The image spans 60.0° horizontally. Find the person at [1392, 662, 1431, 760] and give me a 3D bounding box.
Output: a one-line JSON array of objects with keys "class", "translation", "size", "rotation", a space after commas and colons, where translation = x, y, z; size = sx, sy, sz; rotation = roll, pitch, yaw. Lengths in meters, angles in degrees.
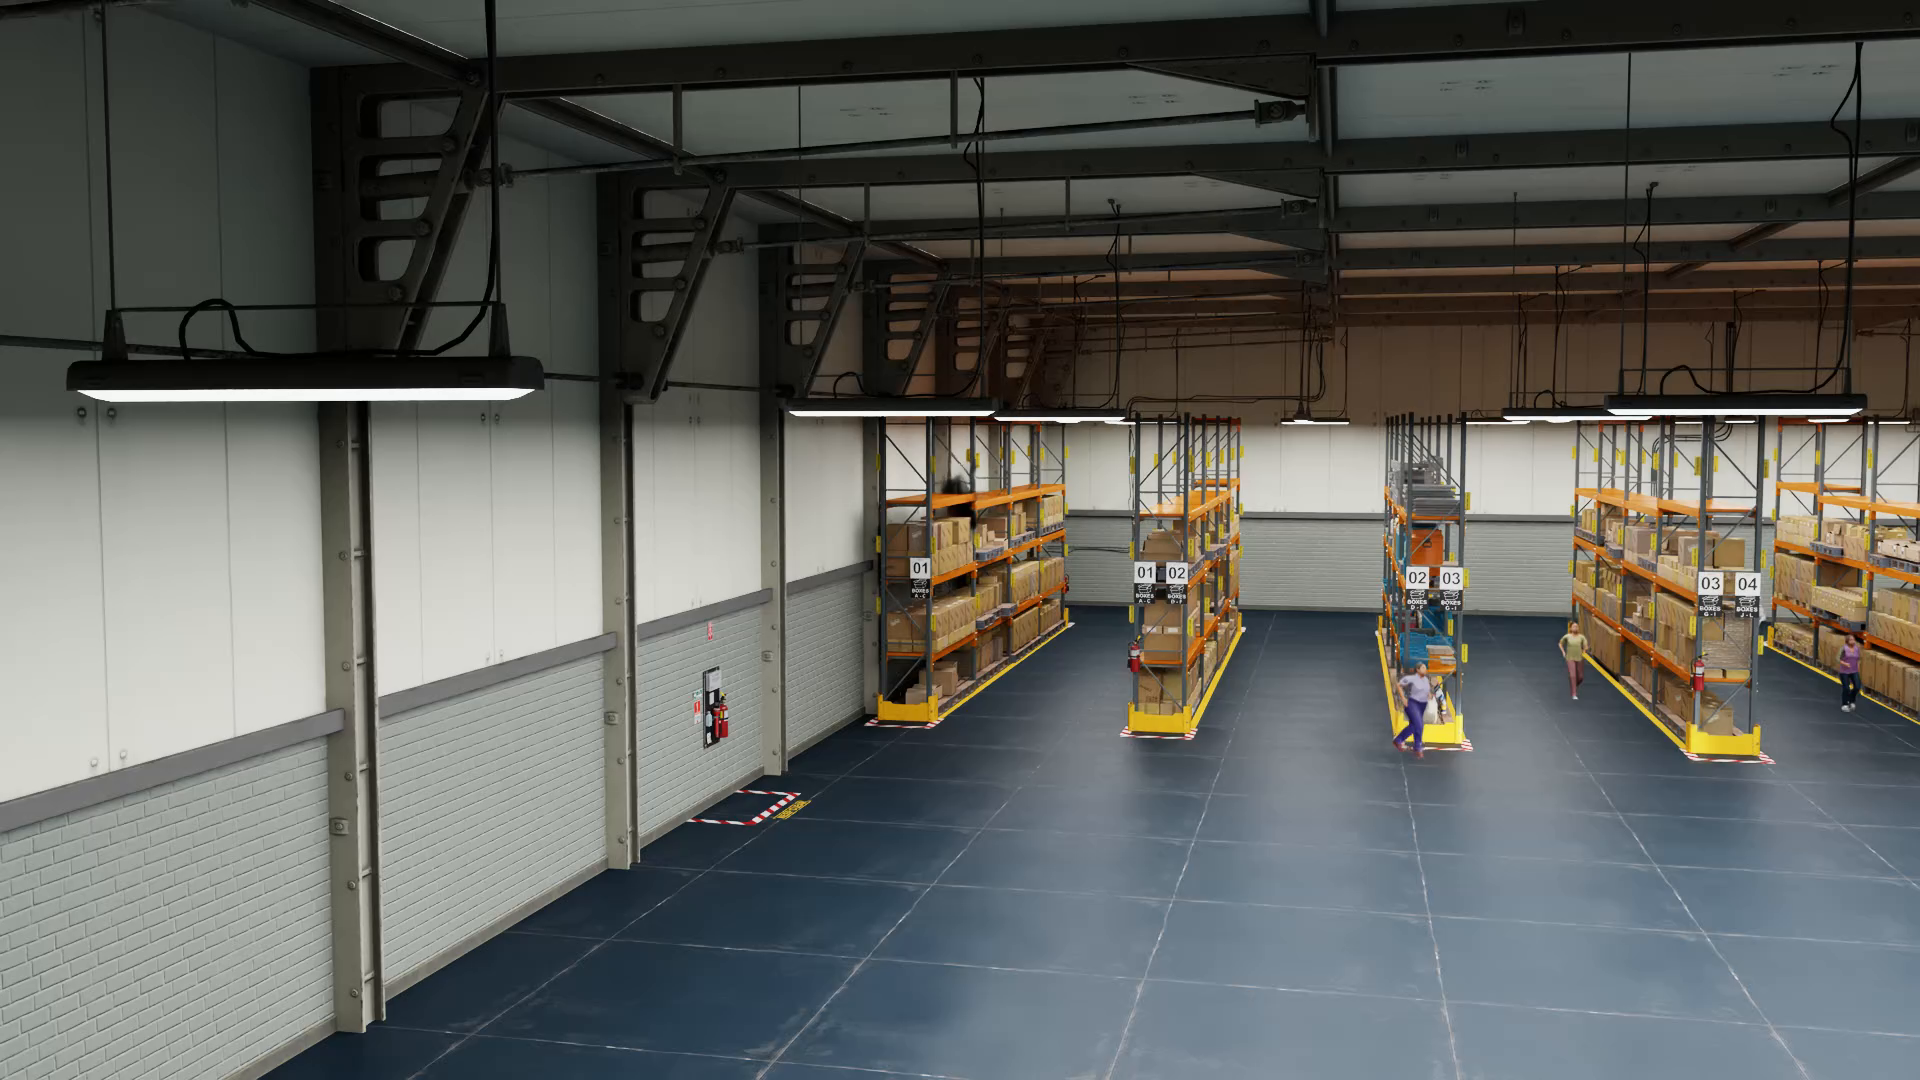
[{"class": "person", "translation": [7.962, 2.970, 29.058], "size": [0.618, 1.672, 0.813], "rotation": [-3, 5, -37]}]

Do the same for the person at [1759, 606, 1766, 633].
[{"class": "person", "translation": [19.313, 2.144, 40.496], "size": [0.589, 1.674, 0.624], "rotation": [1, 4, 17]}]

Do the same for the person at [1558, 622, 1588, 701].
[{"class": "person", "translation": [12.934, 2.531, 35.065], "size": [0.577, 1.635, 0.802], "rotation": [1, 4, 9]}]

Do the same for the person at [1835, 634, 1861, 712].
[{"class": "person", "translation": [17.848, 2.684, 33.356], "size": [0.541, 1.545, 0.604], "rotation": [1, 4, 9]}]
